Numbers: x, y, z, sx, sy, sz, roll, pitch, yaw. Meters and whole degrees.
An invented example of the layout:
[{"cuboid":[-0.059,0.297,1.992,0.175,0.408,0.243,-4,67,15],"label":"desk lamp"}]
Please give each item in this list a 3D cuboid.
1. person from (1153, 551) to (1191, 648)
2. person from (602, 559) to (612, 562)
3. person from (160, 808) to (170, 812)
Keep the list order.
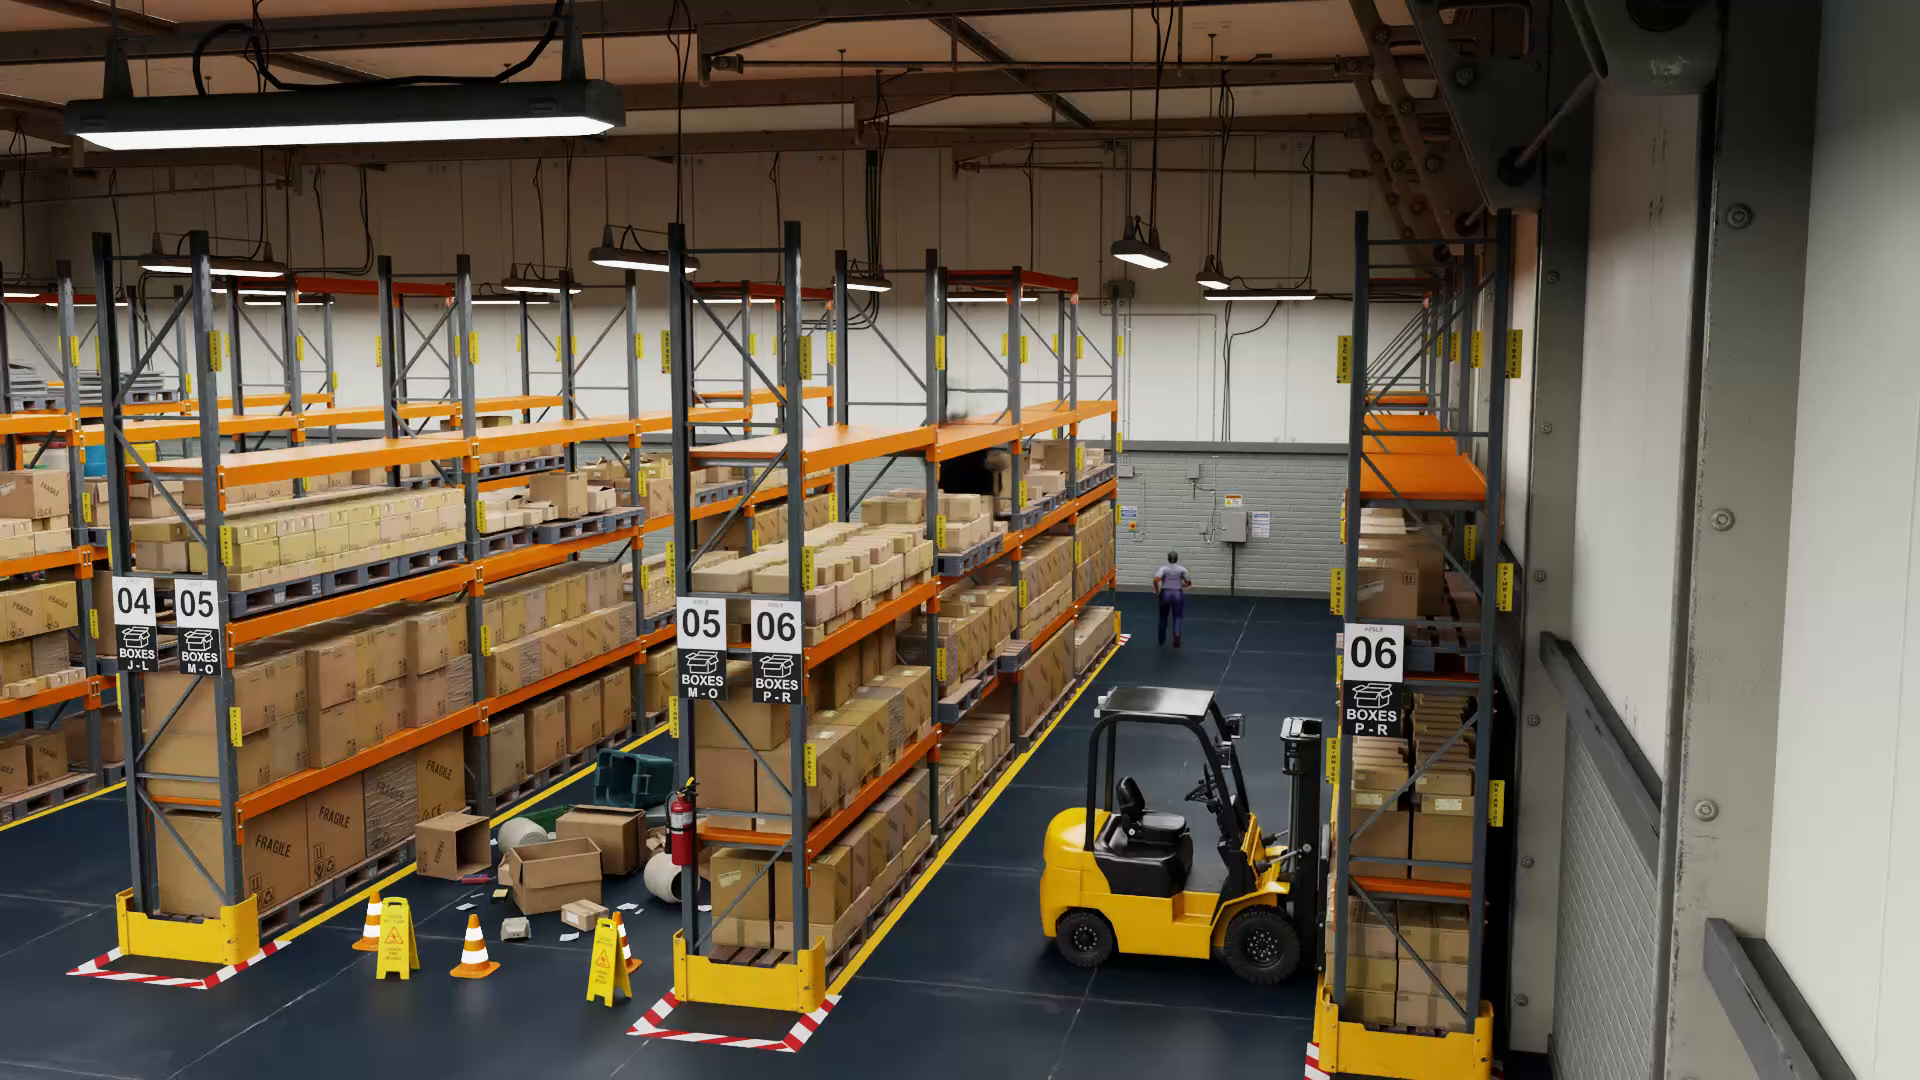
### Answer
[{"cuboid":[3.508,0.994,27.525,0.632,1.640,0.862,1,7,5],"label":"person"},{"cuboid":[-5.484,1.181,25.796,0.633,1.798,0.776,2,7,16],"label":"person"},{"cuboid":[-7.637,2.329,16.312,0.700,1.739,0.791,0,7,2],"label":"person"}]
